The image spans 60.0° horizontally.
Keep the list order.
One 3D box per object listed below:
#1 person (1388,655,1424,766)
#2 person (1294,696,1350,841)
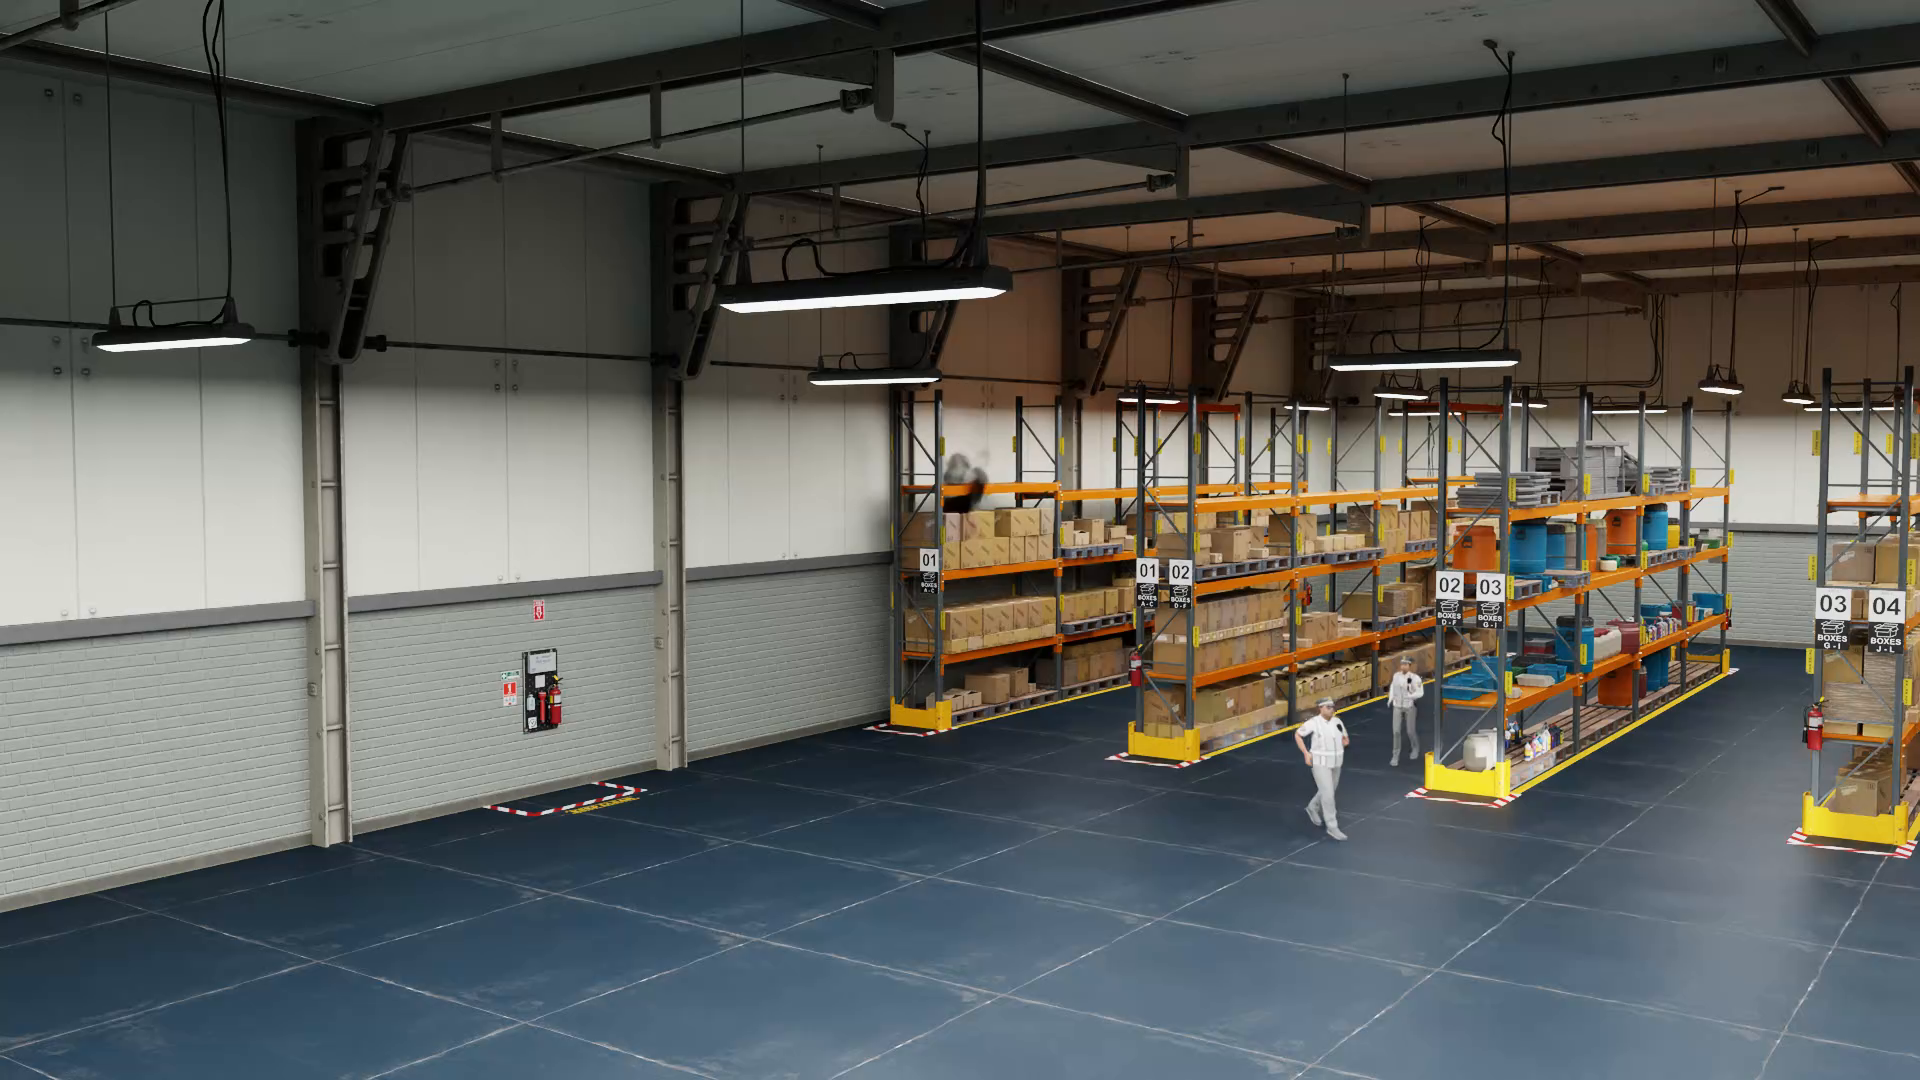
[{"bbox_3d":[7.018,2.659,26.225,0.611,1.701,0.844,2,4,33],"label":"person"},{"bbox_3d":[4.718,2.885,21.416,0.658,1.782,0.974,-2,4,-27],"label":"person"}]
